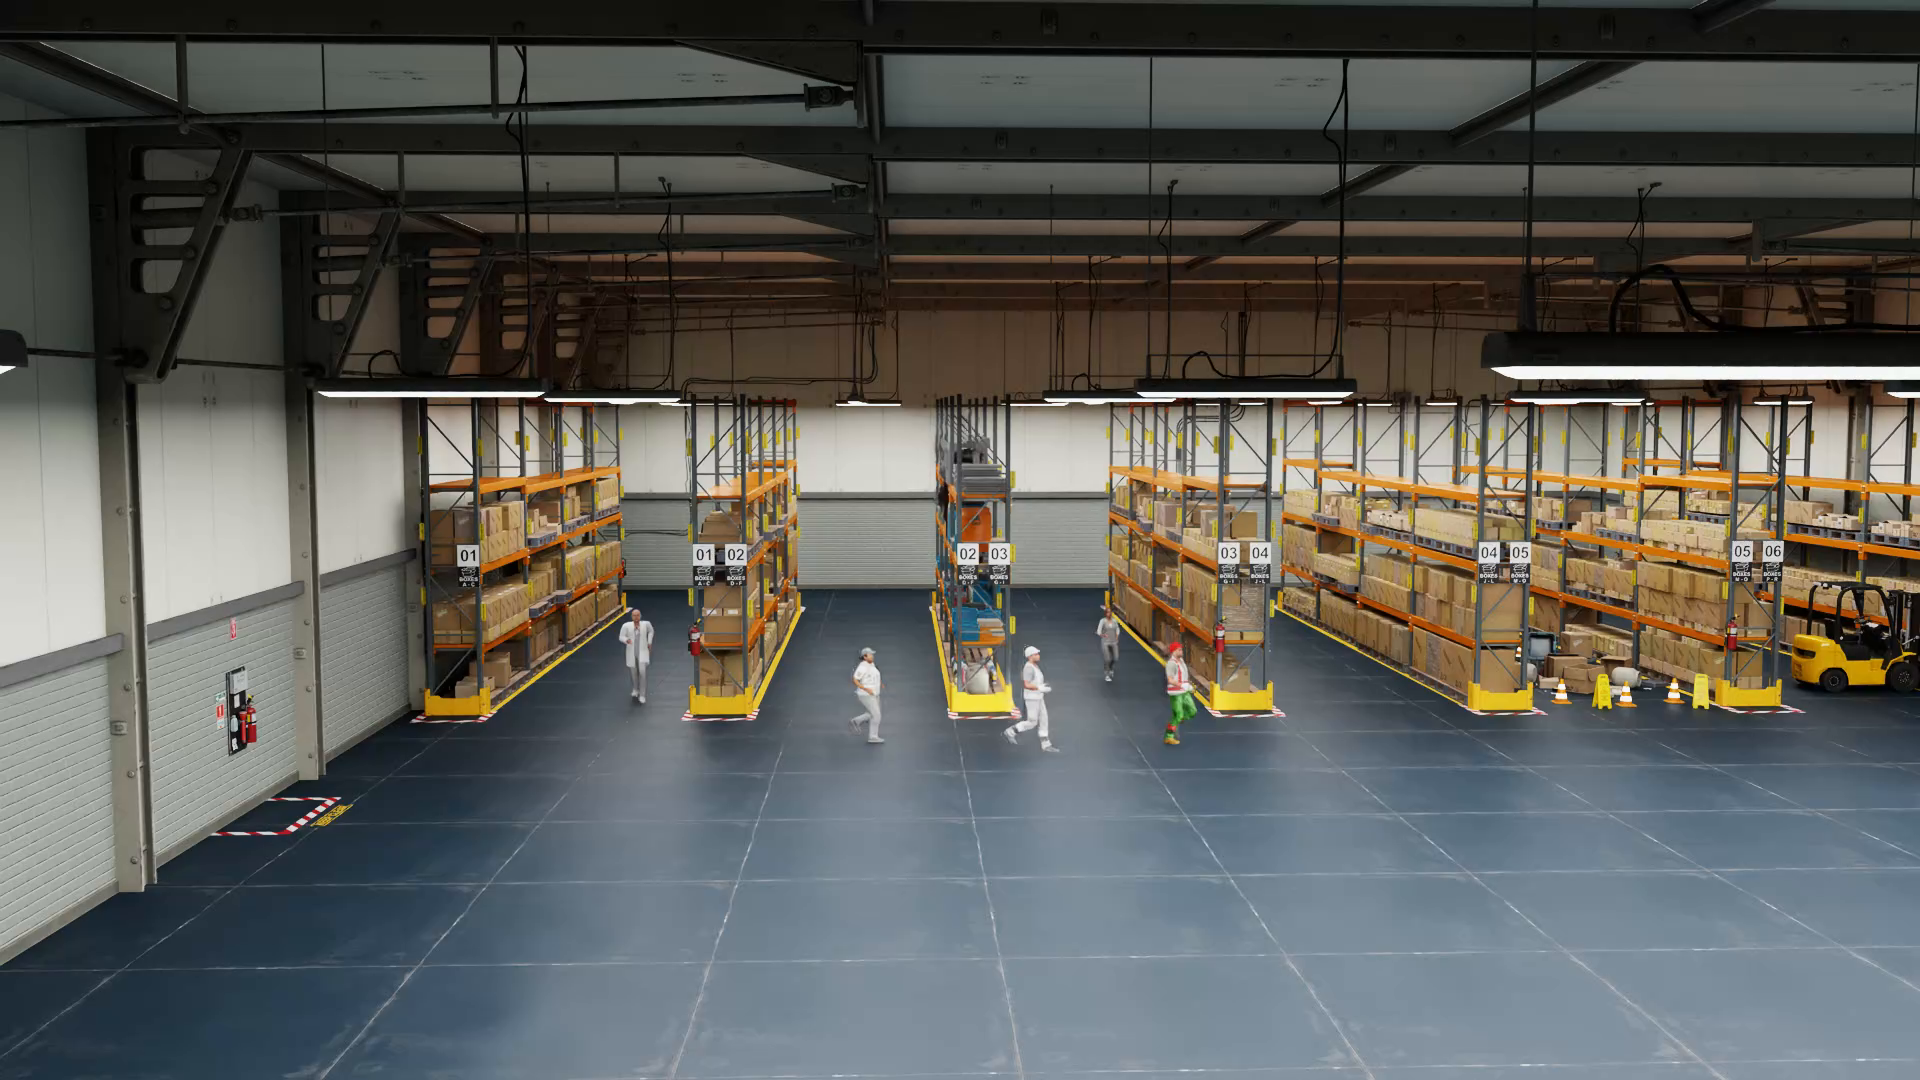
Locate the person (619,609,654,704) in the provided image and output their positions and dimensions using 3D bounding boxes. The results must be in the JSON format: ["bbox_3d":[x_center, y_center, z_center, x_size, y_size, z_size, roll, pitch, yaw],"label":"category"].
[{"bbox_3d":[-6.358,2.266,32.663,0.643,1.835,0.936,0,5,-6],"label":"person"}]

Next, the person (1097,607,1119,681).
[{"bbox_3d":[3.147,2.192,34.913,0.526,1.556,0.536,-1,5,-12],"label":"person"}]

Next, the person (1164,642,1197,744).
[{"bbox_3d":[3.776,2.614,28.397,0.591,1.748,0.654,3,5,34],"label":"person"}]

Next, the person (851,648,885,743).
[{"bbox_3d":[-1.600,2.660,28.630,0.669,1.621,0.613,2,5,23],"label":"person"}]

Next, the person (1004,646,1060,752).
[{"bbox_3d":[1.203,2.648,27.644,0.947,1.770,0.655,1,5,15],"label":"person"}]
